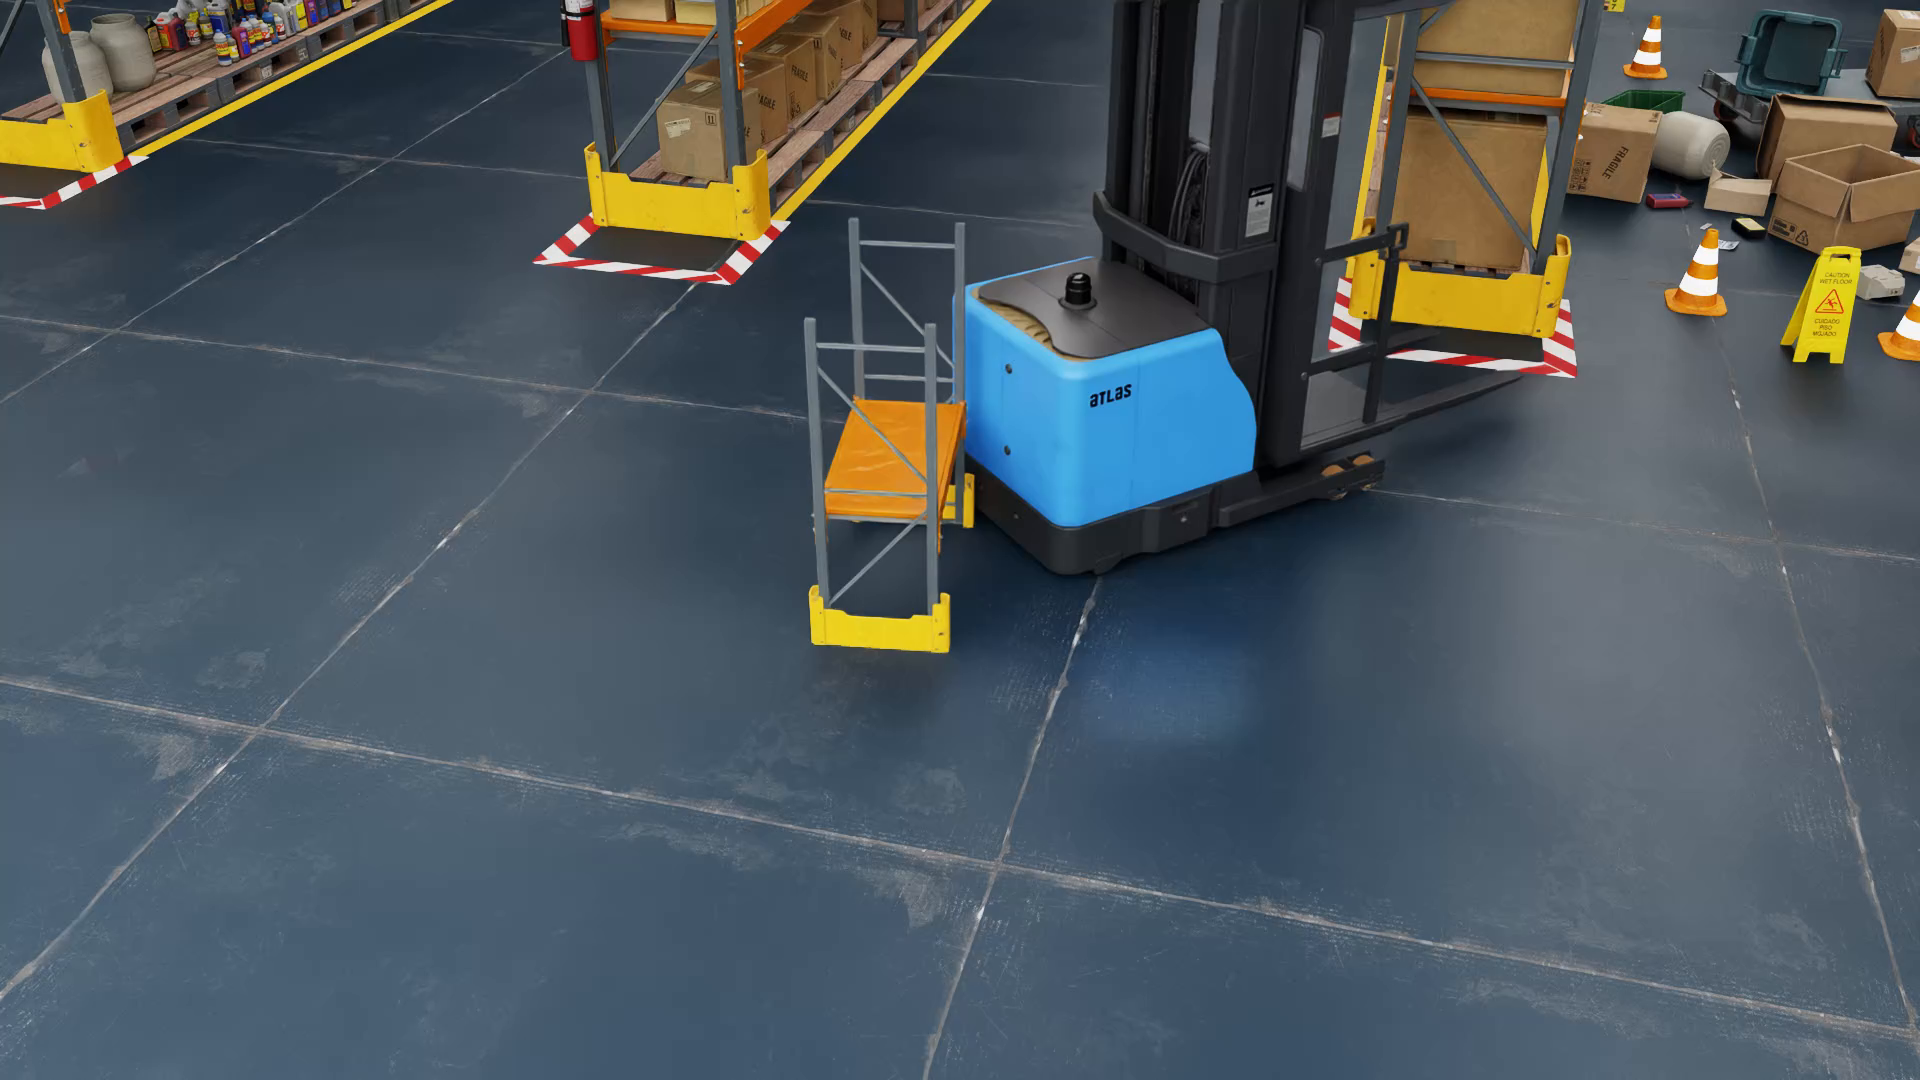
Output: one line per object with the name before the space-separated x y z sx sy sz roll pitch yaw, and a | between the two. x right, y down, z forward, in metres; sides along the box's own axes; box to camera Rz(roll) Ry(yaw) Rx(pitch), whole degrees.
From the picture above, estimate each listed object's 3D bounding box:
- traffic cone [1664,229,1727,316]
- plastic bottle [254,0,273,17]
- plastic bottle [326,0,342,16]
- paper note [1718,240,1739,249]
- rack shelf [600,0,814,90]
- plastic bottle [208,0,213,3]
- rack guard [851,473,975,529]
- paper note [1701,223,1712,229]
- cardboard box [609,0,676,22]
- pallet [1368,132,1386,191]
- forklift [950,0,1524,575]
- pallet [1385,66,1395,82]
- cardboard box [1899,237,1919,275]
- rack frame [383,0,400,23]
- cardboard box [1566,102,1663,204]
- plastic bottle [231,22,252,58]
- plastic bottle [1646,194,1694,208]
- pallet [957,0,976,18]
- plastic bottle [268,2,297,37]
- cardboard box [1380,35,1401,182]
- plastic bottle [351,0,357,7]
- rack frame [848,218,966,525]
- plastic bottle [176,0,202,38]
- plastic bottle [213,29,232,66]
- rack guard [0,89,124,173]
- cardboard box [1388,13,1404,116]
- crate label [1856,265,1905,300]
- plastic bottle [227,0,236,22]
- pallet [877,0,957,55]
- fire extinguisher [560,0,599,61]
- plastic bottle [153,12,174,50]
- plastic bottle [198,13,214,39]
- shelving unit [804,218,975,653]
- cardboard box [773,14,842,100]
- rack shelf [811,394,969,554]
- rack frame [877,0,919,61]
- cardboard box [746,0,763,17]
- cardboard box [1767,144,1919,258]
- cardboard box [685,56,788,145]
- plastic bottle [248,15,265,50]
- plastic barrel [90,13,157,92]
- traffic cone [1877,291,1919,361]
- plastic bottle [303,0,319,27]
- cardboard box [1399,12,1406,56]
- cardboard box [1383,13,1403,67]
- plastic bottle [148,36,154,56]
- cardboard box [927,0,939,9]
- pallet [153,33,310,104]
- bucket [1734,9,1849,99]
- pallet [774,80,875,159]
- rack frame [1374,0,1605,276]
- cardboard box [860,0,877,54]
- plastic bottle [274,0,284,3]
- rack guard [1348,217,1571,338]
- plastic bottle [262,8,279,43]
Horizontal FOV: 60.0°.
traffic cone | 4.413 -1.615 9.860 0.336 0.463 0.334 8 33 12
plastic bottle | -6.110 -4.767 14.512 0.144 0.351 0.185 8 33 12
plastic bottle | -5.528 -4.776 14.525 0.144 0.351 0.185 7 33 11
paper note | 4.934 -1.911 10.729 0.144 0.017 0.142 20 38 29
rack shelf | -1.360 -4.066 12.020 1.077 0.370 4.000 8 33 12
plastic bottle | -6.379 -4.580 14.281 0.061 0.283 0.133 9 34 15
rack guard | -0.227 -0.198 7.828 0.587 0.250 0.087 3 33 5
paper note | 4.939 -2.077 11.008 0.032 0.001 0.123 28 42 36
cardboard box | -1.995 -3.401 10.539 0.380 0.149 0.250 8 33 12
pallet | 3.344 -2.484 11.460 1.003 0.211 1.213 8 33 12
forklift | 1.480 -1.655 7.622 3.031 2.935 1.130 -18 36 -25
pallet | 4.043 -3.913 13.709 1.003 0.211 1.213 8 33 12
cardboard box | 6.097 -1.734 10.339 0.380 0.149 0.250 28 42 36
rack frame | -5.643 -6.081 14.520 1.000 3.000 0.127 8 33 12
cardboard box | 4.519 -2.680 11.498 0.500 0.500 0.500 14 35 21
plastic bottle | -5.821 -4.058 13.460 0.061 0.283 0.133 9 33 13
plastic bottle | 4.839 -2.311 11.329 0.283 0.061 0.133 -3 33 -4
pallet | -0.348 -5.270 15.842 1.003 0.211 1.213 8 33 12
plastic bottle | -5.703 -4.393 13.993 0.152 0.276 0.135 9 33 13
cardboard box | 3.234 -2.702 10.793 0.875 0.875 0.875 8 33 12
plastic bottle | -5.434 -4.856 14.790 0.097 0.201 0.097 0 32 0
rack frame | -0.226 -0.726 7.494 0.500 1.500 0.032 3 33 5
plastic bottle | -6.452 -4.372 13.890 0.144 0.351 0.185 9 34 14
plastic bottle | -5.896 -3.938 13.282 0.097 0.271 0.097 0 32 0
rack guard | -6.684 -2.997 11.998 1.175 0.500 0.348 8 33 12
cardboard box | 3.693 -3.643 12.274 0.875 0.875 0.875 9 33 13
crate label | 5.559 -1.564 10.083 0.250 0.136 0.298 -8 33 -13
plastic bottle | -6.298 -4.574 14.282 0.097 0.271 0.097 0 32 0
pallet | -0.656 -4.635 14.843 1.003 0.211 1.213 8 33 12
fire extinguisher | -2.342 -3.302 10.220 0.296 0.674 0.183 8 33 12
plastic bottle | -6.526 -4.182 13.661 0.152 0.276 0.135 8 33 13
plastic bottle | -6.324 -4.315 13.940 0.097 0.201 0.097 0 32 0
shelving unit | -0.281 -0.460 7.075 0.587 1.500 1.083 3 33 5
cardboard box | -1.212 -3.696 12.707 0.500 0.500 0.500 5 33 8
rack shelf | -0.282 -0.303 7.164 0.538 0.185 1.000 3 33 5
rack frame | -0.852 -5.407 13.460 1.000 3.000 0.127 8 33 12
cardboard box | -1.482 -3.468 10.643 0.380 0.149 0.250 8 33 12
cardboard box | 5.715 -2.185 10.718 0.797 0.503 0.637 -14 35 -21
cardboard box | -1.574 -3.090 11.754 0.500 0.500 0.500 17 36 25
plastic bottle | -5.784 -4.168 13.644 0.097 0.271 0.097 0 32 0
plastic barrel | -6.438 -3.745 12.773 0.421 0.512 0.421 0 32 0
traffic cone | 5.420 -1.285 9.340 0.336 0.463 0.334 8 33 12
plastic bottle | -5.577 -4.558 14.245 0.061 0.283 0.133 10 34 16
cardboard box | 3.074 -3.154 9.776 0.875 0.550 0.550 8 33 12
cardboard box | 3.990 -4.242 13.332 1.050 0.750 0.750 8 33 12
plastic bottle | -6.616 -4.023 13.481 0.097 0.201 0.097 0 32 0
cardboard box | -0.536 -5.099 14.894 0.700 0.500 0.500 8 33 12
pallet | -6.161 -3.927 13.730 1.003 0.211 1.213 8 33 12
bucket | 6.115 -3.555 12.180 0.726 0.611 0.620 20 28 29
pallet | -1.296 -3.242 12.653 1.003 0.211 1.213 8 33 12
rack frame | 2.905 -2.604 9.050 1.000 3.000 0.127 8 33 12
cardboard box | -0.992 -4.327 13.700 0.500 0.500 0.500 7 33 11
plastic bottle | -5.764 -4.481 14.124 0.061 0.283 0.133 8 33 12
rack guard | 2.899 -1.536 9.701 1.175 0.500 0.348 8 33 12
plastic bottle | -5.733 -4.273 13.809 0.097 0.271 0.097 0 32 0
